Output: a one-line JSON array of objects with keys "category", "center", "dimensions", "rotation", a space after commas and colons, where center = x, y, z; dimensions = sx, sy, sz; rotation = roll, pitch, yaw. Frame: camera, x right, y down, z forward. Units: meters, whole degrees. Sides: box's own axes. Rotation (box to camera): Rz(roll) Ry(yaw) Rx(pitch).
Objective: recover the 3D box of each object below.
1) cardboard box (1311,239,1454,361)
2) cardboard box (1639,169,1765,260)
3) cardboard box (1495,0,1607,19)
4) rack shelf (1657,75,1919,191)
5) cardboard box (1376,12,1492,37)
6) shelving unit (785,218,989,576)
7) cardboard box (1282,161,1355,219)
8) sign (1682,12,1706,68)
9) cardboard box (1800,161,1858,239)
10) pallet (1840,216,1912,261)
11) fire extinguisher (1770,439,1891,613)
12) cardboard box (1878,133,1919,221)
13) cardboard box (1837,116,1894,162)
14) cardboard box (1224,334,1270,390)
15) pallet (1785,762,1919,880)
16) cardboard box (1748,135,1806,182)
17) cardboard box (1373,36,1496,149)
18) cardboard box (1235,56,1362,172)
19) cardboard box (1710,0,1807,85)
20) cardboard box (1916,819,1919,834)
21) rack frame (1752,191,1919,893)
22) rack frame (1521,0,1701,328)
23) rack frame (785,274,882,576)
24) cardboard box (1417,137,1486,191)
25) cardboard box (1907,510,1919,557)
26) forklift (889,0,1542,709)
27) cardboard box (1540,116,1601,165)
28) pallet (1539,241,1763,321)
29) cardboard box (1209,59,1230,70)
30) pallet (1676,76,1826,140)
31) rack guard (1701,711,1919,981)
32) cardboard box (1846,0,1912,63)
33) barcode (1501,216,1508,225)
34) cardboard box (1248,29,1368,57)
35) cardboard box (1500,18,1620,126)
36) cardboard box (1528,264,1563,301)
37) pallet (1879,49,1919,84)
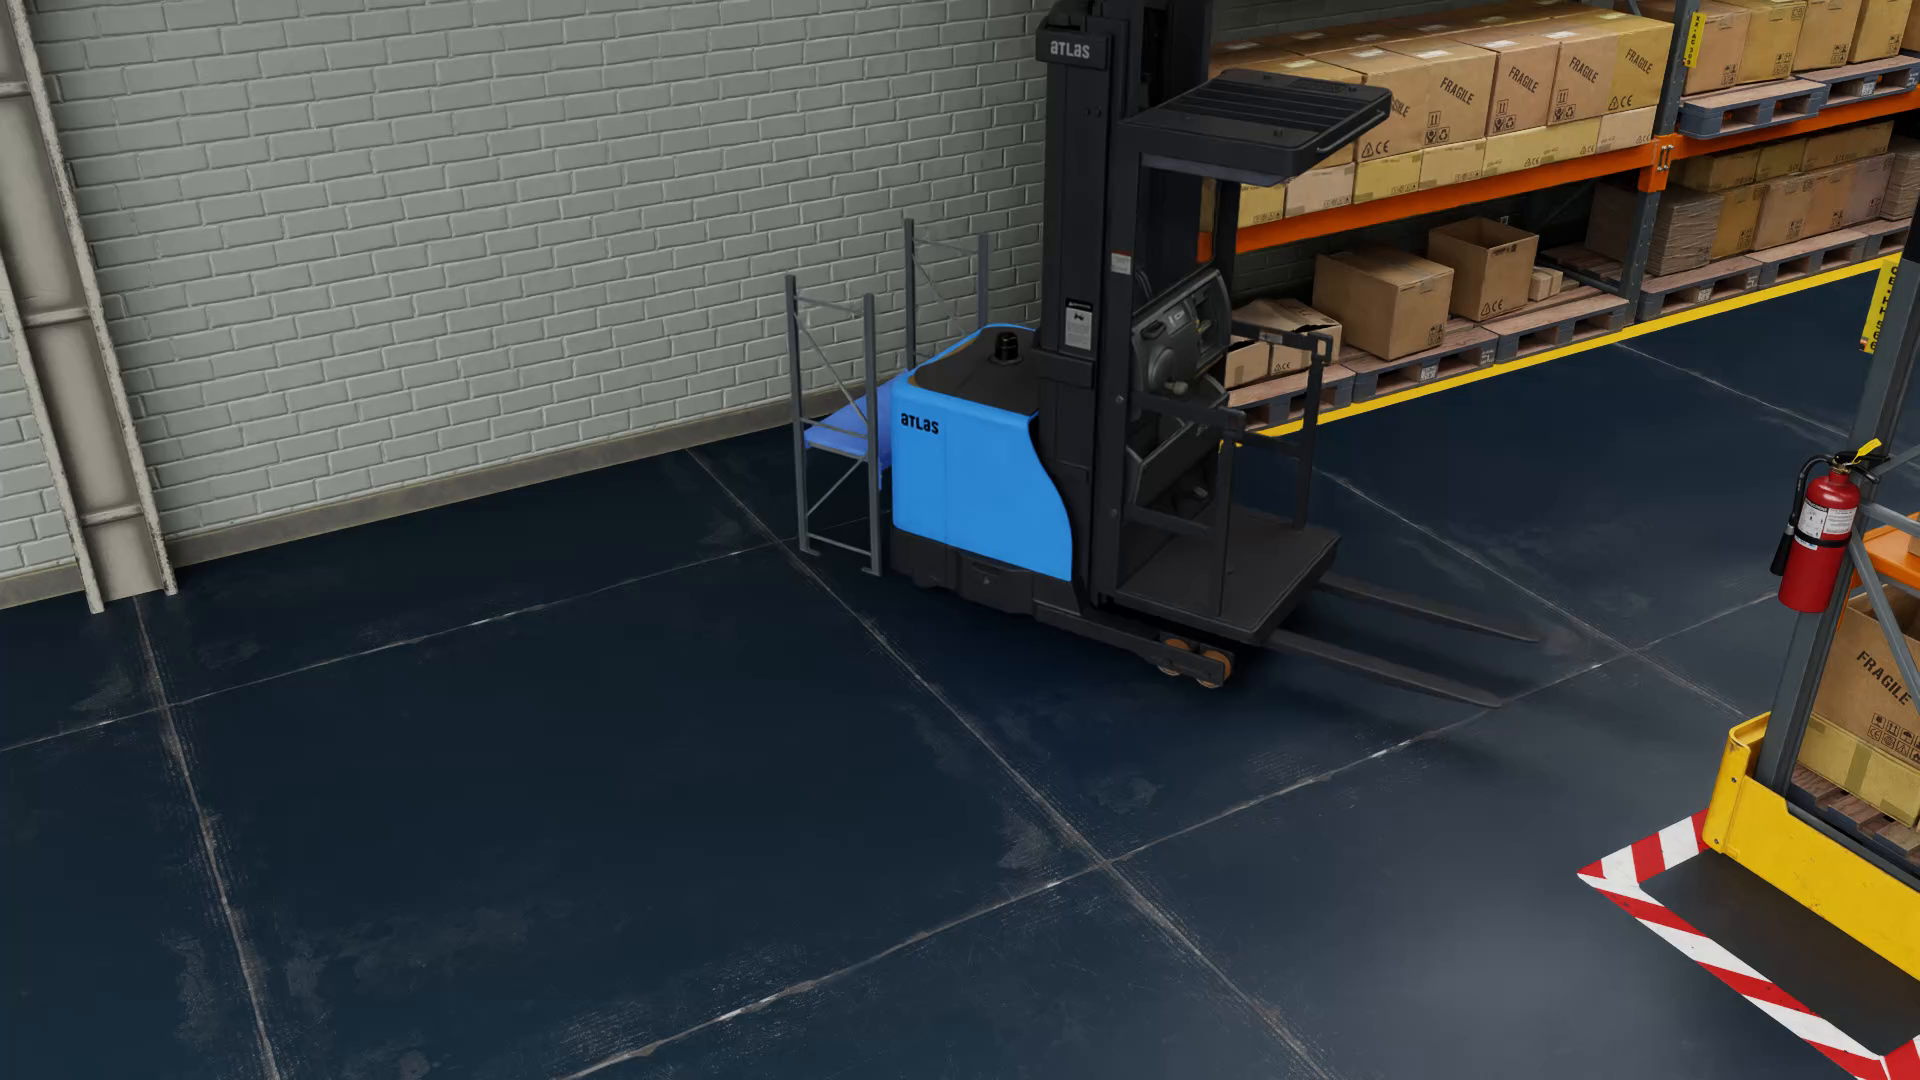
[{"category": "cardboard box", "center": [2.665, -1.531, 10.552], "dimensions": [0.500, 0.500, 0.700], "rotation": [-18, 34, -29]}, {"category": "cardboard box", "center": [5.368, -2.415, 12.153], "dimensions": [0.500, 0.500, 0.700], "rotation": [-17, 33, -27]}, {"category": "cardboard box", "center": [3.811, -3.225, 10.848], "dimensions": [0.500, 0.500, 0.500], "rotation": [-17, 33, -27]}, {"category": "rack shelf", "center": [6.046, -3.157, 12.110], "dimensions": [4.000, 0.370, 1.077], "rotation": [-16, 33, -26]}, {"category": "cardboard box", "center": [2.931, -2.981, 10.405], "dimensions": [0.500, 0.500, 0.500], "rotation": [-15, 32, -25]}, {"category": "shelving unit", "center": [-0.344, -0.752, 8.560], "dimensions": [0.538, 1.500, 1.048], "rotation": [17, 33, 28]}, {"category": "cardboard box", "center": [1.895, -2.066, 9.524], "dimensions": [0.500, 0.250, 0.500], "rotation": [-17, 33, -28]}, {"category": "sign", "center": [4.604, -3.137, 10.434], "dimensions": [0.005, 0.325, 0.100], "rotation": [-16, 33, -26]}, {"category": "cardboard box", "center": [6.259, -2.650, 12.580], "dimensions": [0.500, 0.500, 0.700], "rotation": [-16, 33, -27]}, {"category": "pallet", "center": [7.096, -2.550, 13.151], "dimensions": [1.213, 0.211, 1.003], "rotation": [-16, 33, -26]}, {"category": "fire extinguisher", "center": [3.049, -0.071, 5.854], "dimensions": [0.183, 0.674, 0.296], "rotation": [-16, 33, -26]}, {"category": "cardboard box", "center": [7.176, -2.861, 12.962], "dimensions": [0.500, 0.500, 0.700], "rotation": [-15, 32, -26]}, {"category": "cardboard box", "center": [6.653, -3.076, 12.575], "dimensions": [0.500, 0.250, 0.500], "rotation": [-15, 32, -25]}, {"category": "cardboard box", "center": [1.515, -1.150, 10.057], "dimensions": [0.500, 0.311, 0.500], "rotation": [-20, 35, -32]}, {"category": "pallet", "center": [4.024, 1.076, 6.582], "dimensions": [1.213, 0.211, 1.003], "rotation": [-16, 33, -26]}, {"category": "cardboard box", "center": [5.773, -2.834, 12.136], "dimensions": [0.500, 0.250, 0.500], "rotation": [-17, 33, -28]}, {"category": "cardboard box", "center": [2.756, -2.638, 9.784], "dimensions": [0.500, 0.500, 0.500], "rotation": [-15, 32, -25]}, {"category": "cardboard box", "center": [1.868, -2.383, 9.321], "dimensions": [0.500, 0.500, 0.500], "rotation": [-16, 33, -26]}, {"category": "cardboard box", "center": [5.264, -3.463, 11.361], "dimensions": [0.500, 0.500, 0.700], "rotation": [-12, 31, -21]}, {"category": "cardboard box", "center": [3.961, 1.041, 6.170], "dimensions": [0.500, 0.250, 0.500], "rotation": [-16, 33, -26]}, {"category": "rack frame", "center": [3.386, 0.060, 5.537], "dimensions": [0.127, 3.000, 1.000], "rotation": [-16, 33, -26]}, {"category": "rack frame", "center": [4.322, -2.982, 11.049], "dimensions": [0.127, 3.000, 1.000], "rotation": [-16, 33, -26]}, {"category": "rack frame", "center": [-0.616, -0.545, 8.184], "dimensions": [0.500, 1.500, 0.032], "rotation": [17, 33, 28]}, {"category": "cardboard box", "center": [2.775, -2.311, 9.968], "dimensions": [0.500, 0.250, 0.500], "rotation": [-16, 32, -26]}, {"category": "cardboard box", "center": [3.795, -0.093, 5.710], "dimensions": [0.500, 0.500, 0.700], "rotation": [-16, 33, -26]}, {"category": "forklift", "center": [1.170, -0.907, 7.360], "dimensions": [3.031, 2.935, 1.130], "rotation": [17, 33, 28]}, {"category": "cardboard box", "center": [3.633, -2.564, 10.427], "dimensions": [0.500, 0.250, 0.500], "rotation": [-16, 33, -26]}, {"category": "pallet", "center": [4.993, -1.952, 12.069], "dimensions": [1.213, 0.211, 1.003], "rotation": [-16, 33, -26]}, {"category": "cardboard box", "center": [1.172, -2.478, 9.494], "dimensions": [0.500, 0.500, 0.500], "rotation": [-16, 33, -27]}, {"category": "pallet", "center": [5.055, -3.024, 11.324], "dimensions": [1.213, 0.211, 1.003], "rotation": [-16, 33, -26]}, {"category": "rack guard", "center": [3.365, 1.160, 6.130], "dimensions": [0.348, 0.500, 1.175], "rotation": [-16, 33, -26]}, {"category": "cardboard box", "center": [6.308, -3.764, 11.907], "dimensions": [0.500, 0.500, 0.700], "rotation": [-16, 33, -26]}, {"category": "barcode", "center": [3.735, -2.188, 11.411], "dimensions": [0.075, 0.075, 0.001], "rotation": [-16, 33, -26]}, {"category": "cardboard box", "center": [2.055, -2.726, 9.943], "dimensions": [0.500, 0.500, 0.500], "rotation": [-17, 33, -28]}, {"category": "cardboard box", "center": [3.644, -2.884, 10.230], "dimensions": [0.500, 0.500, 0.500], "rotation": [-16, 33, -27]}, {"category": "cardboard box", "center": [3.876, -1.791, 11.367], "dimensions": [0.250, 0.166, 0.380], "rotation": [-21, 35, -33]}, {"category": "pallet", "center": [7.210, -3.658, 12.473], "dimensions": [1.003, 0.211, 1.213], "rotation": [-16, 33, -26]}]
